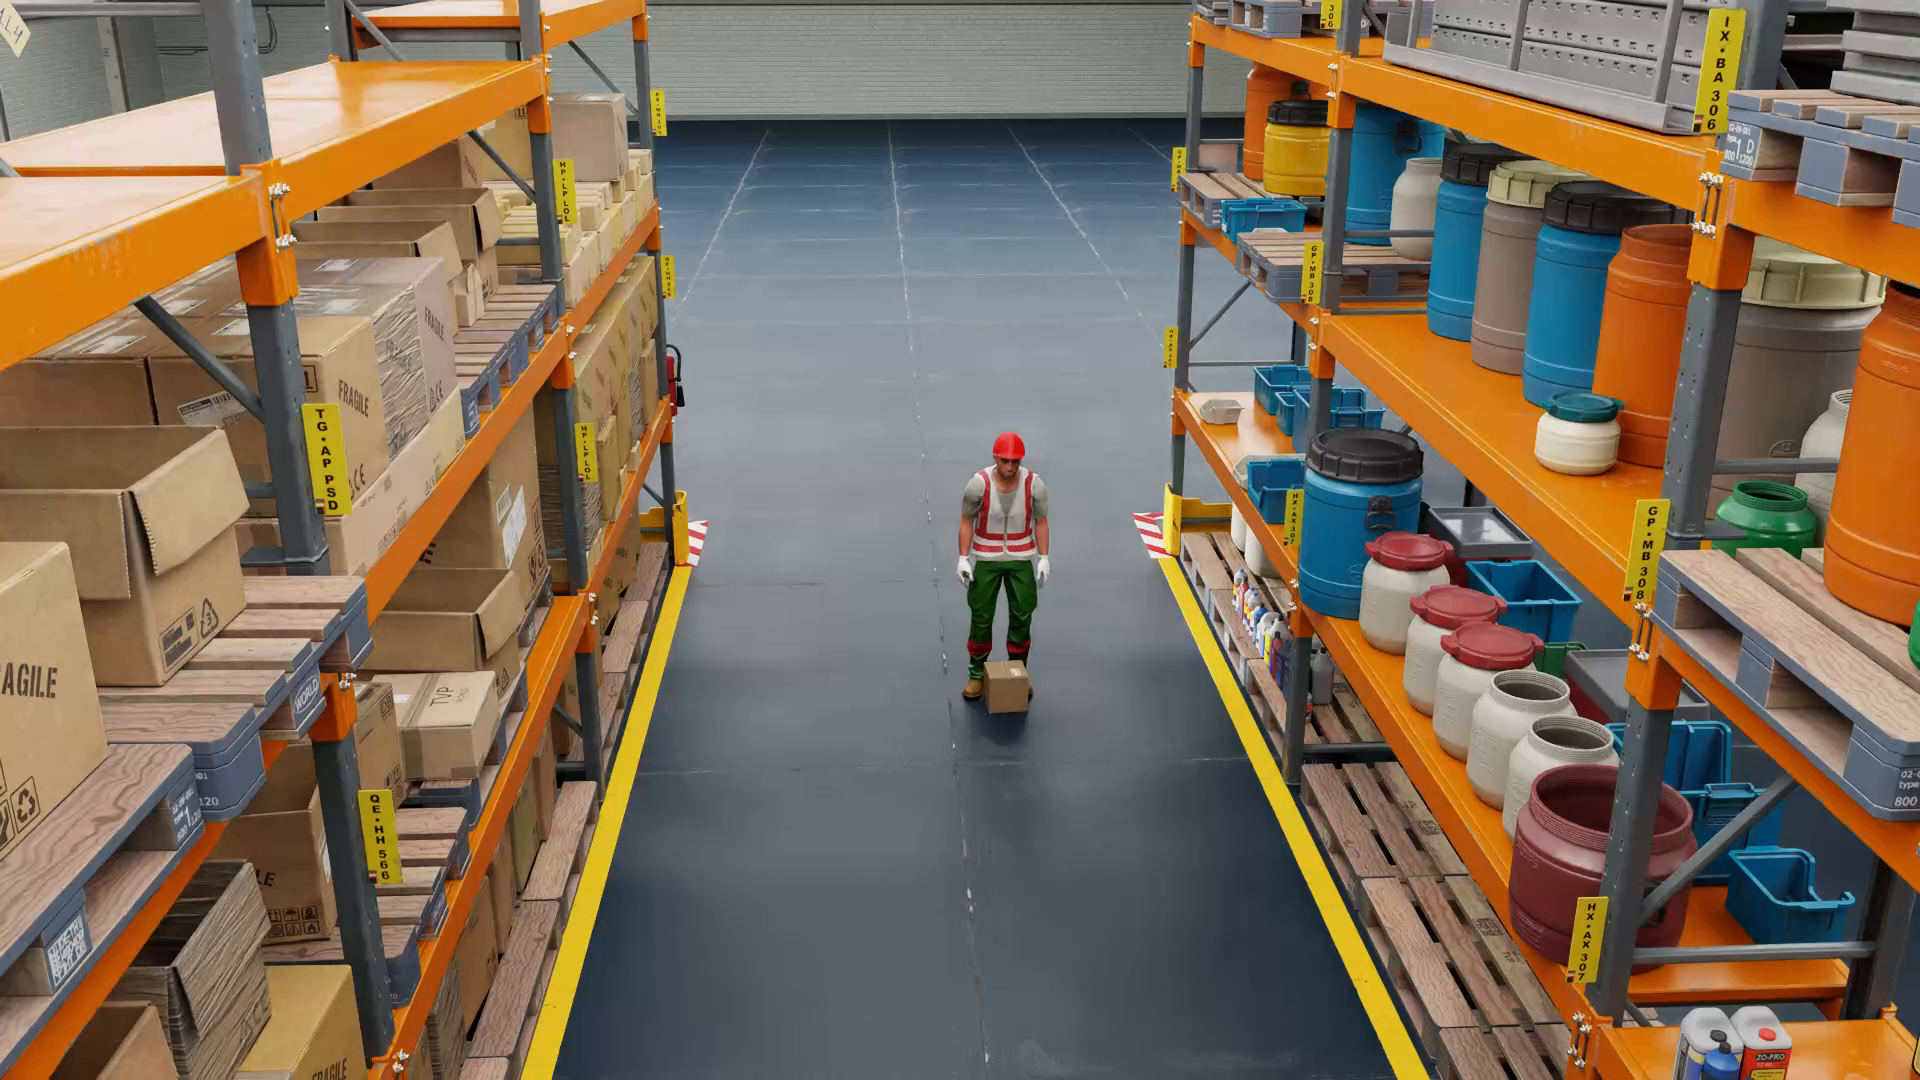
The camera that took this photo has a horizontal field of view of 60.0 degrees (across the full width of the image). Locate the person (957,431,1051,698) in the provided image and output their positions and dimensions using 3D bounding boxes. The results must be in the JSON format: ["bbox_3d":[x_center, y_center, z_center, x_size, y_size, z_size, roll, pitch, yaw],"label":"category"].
[{"bbox_3d":[0.280,0.149,10.647,0.607,1.780,0.449,-1,20,-3],"label":"person"}]
